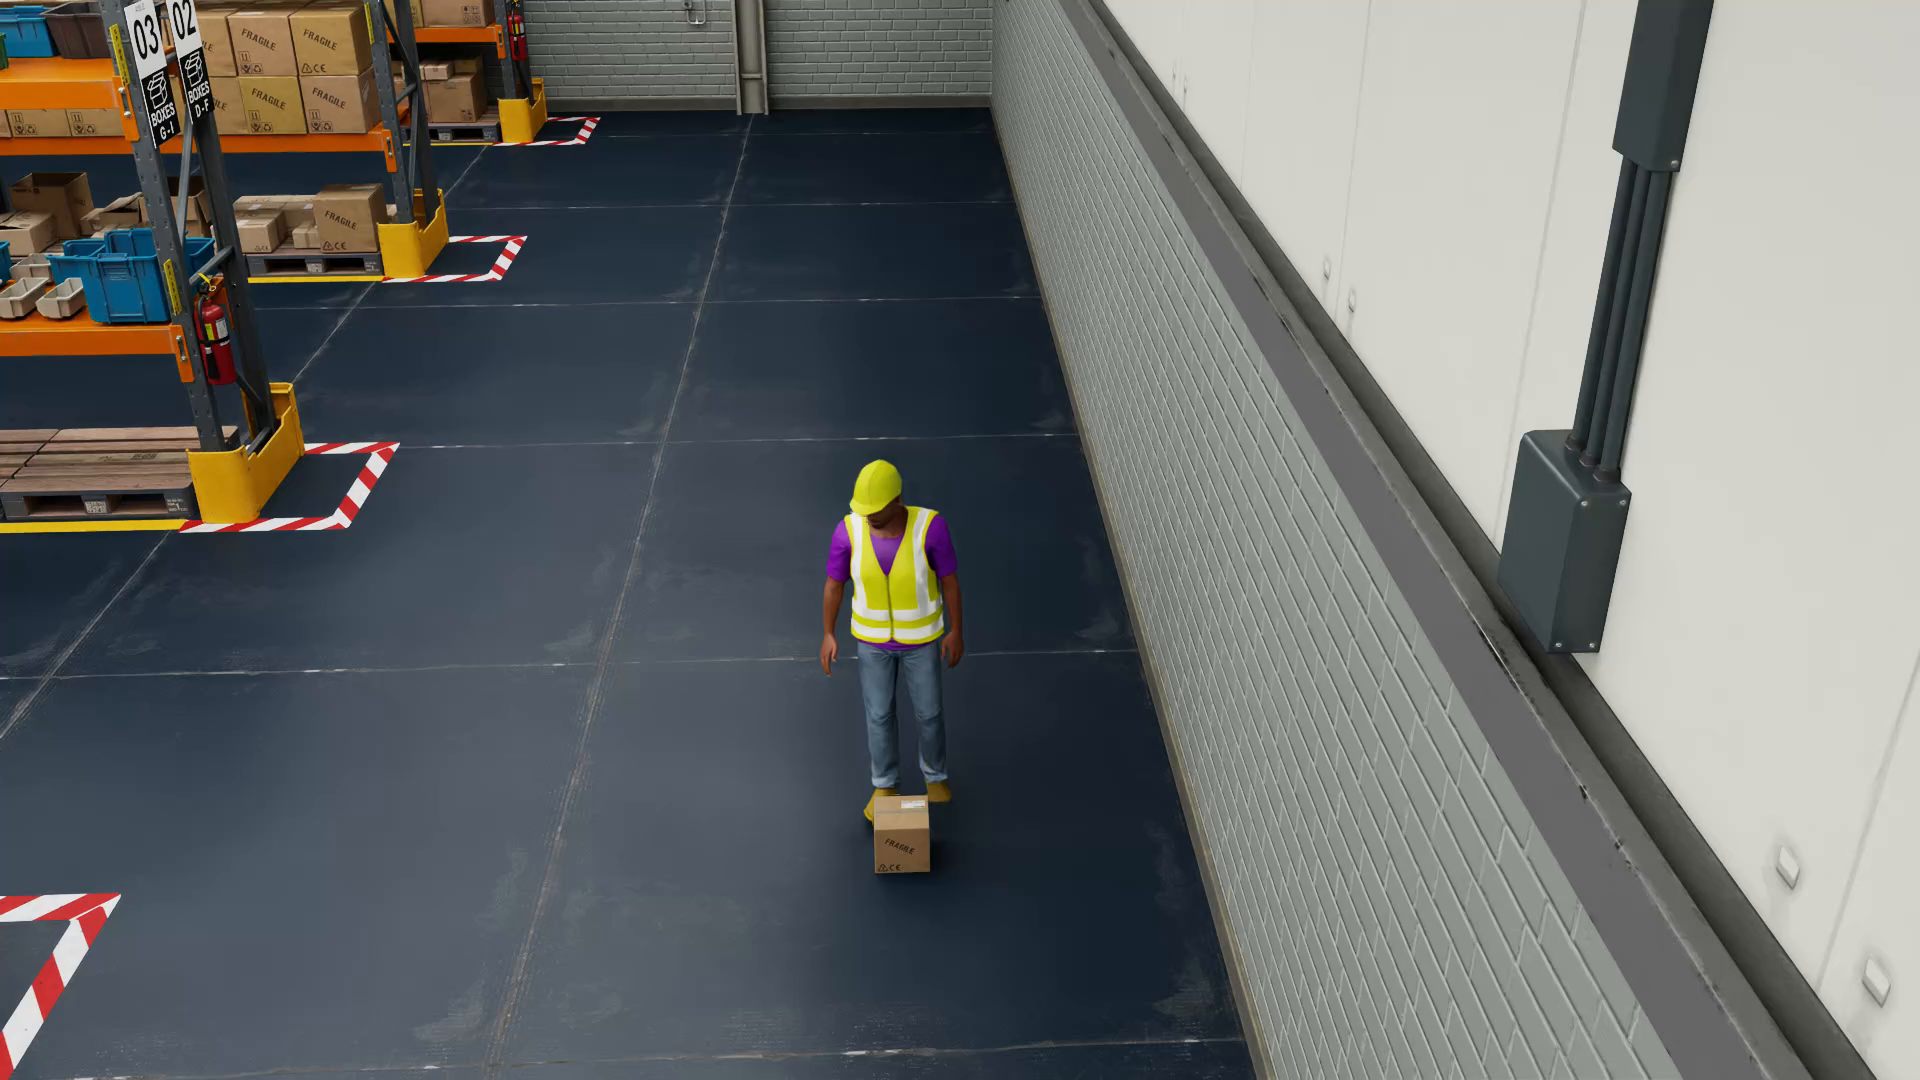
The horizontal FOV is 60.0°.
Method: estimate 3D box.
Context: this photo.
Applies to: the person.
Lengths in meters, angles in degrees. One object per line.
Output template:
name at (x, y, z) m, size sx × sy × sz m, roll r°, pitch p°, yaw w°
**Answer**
person at (-0.314, 0.499, 7.686) m, size 0.658 × 1.841 × 0.482 m, roll 3°, pitch 28°, yaw 5°
